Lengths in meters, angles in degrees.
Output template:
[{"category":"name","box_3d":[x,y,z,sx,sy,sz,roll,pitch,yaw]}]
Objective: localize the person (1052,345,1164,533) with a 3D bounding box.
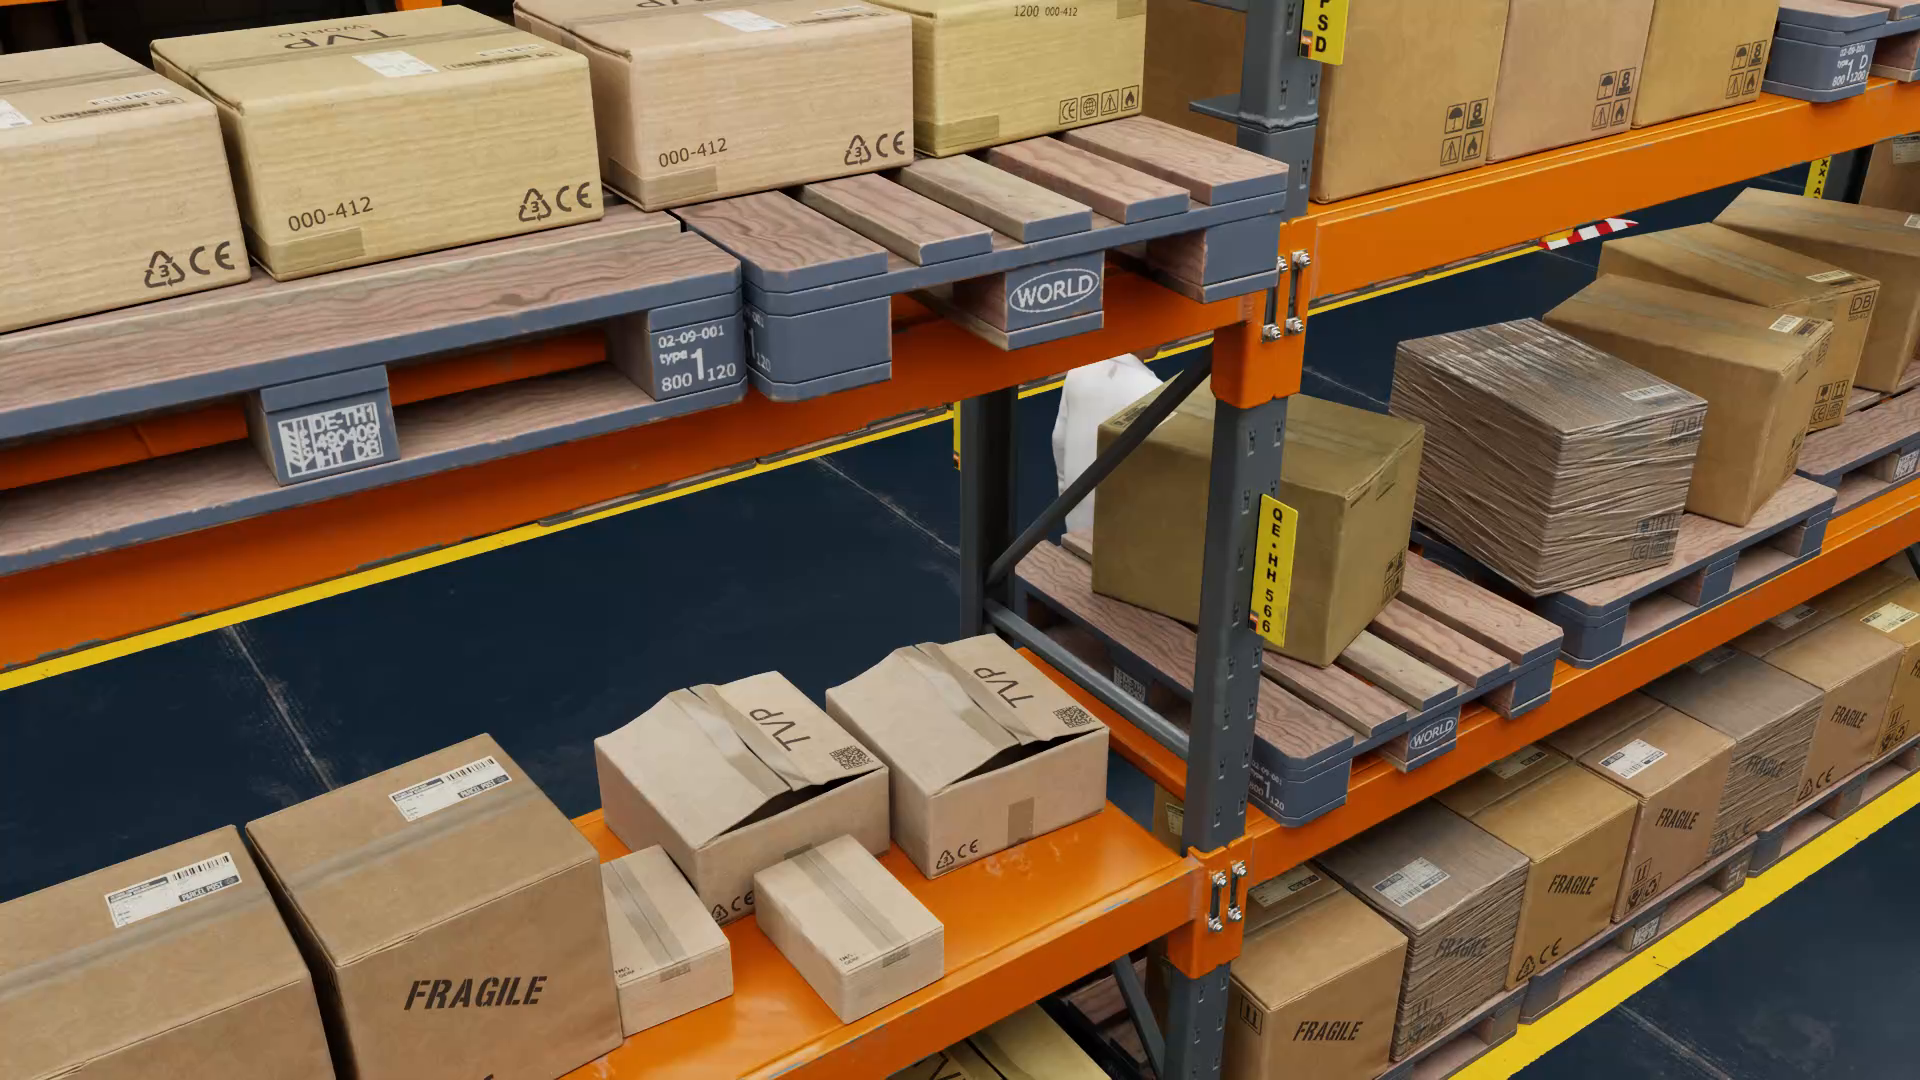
[{"category":"person","box_3d":[0.611,-0.066,6.263,0.425,1.773,0.652,-21,35,-33]}]
